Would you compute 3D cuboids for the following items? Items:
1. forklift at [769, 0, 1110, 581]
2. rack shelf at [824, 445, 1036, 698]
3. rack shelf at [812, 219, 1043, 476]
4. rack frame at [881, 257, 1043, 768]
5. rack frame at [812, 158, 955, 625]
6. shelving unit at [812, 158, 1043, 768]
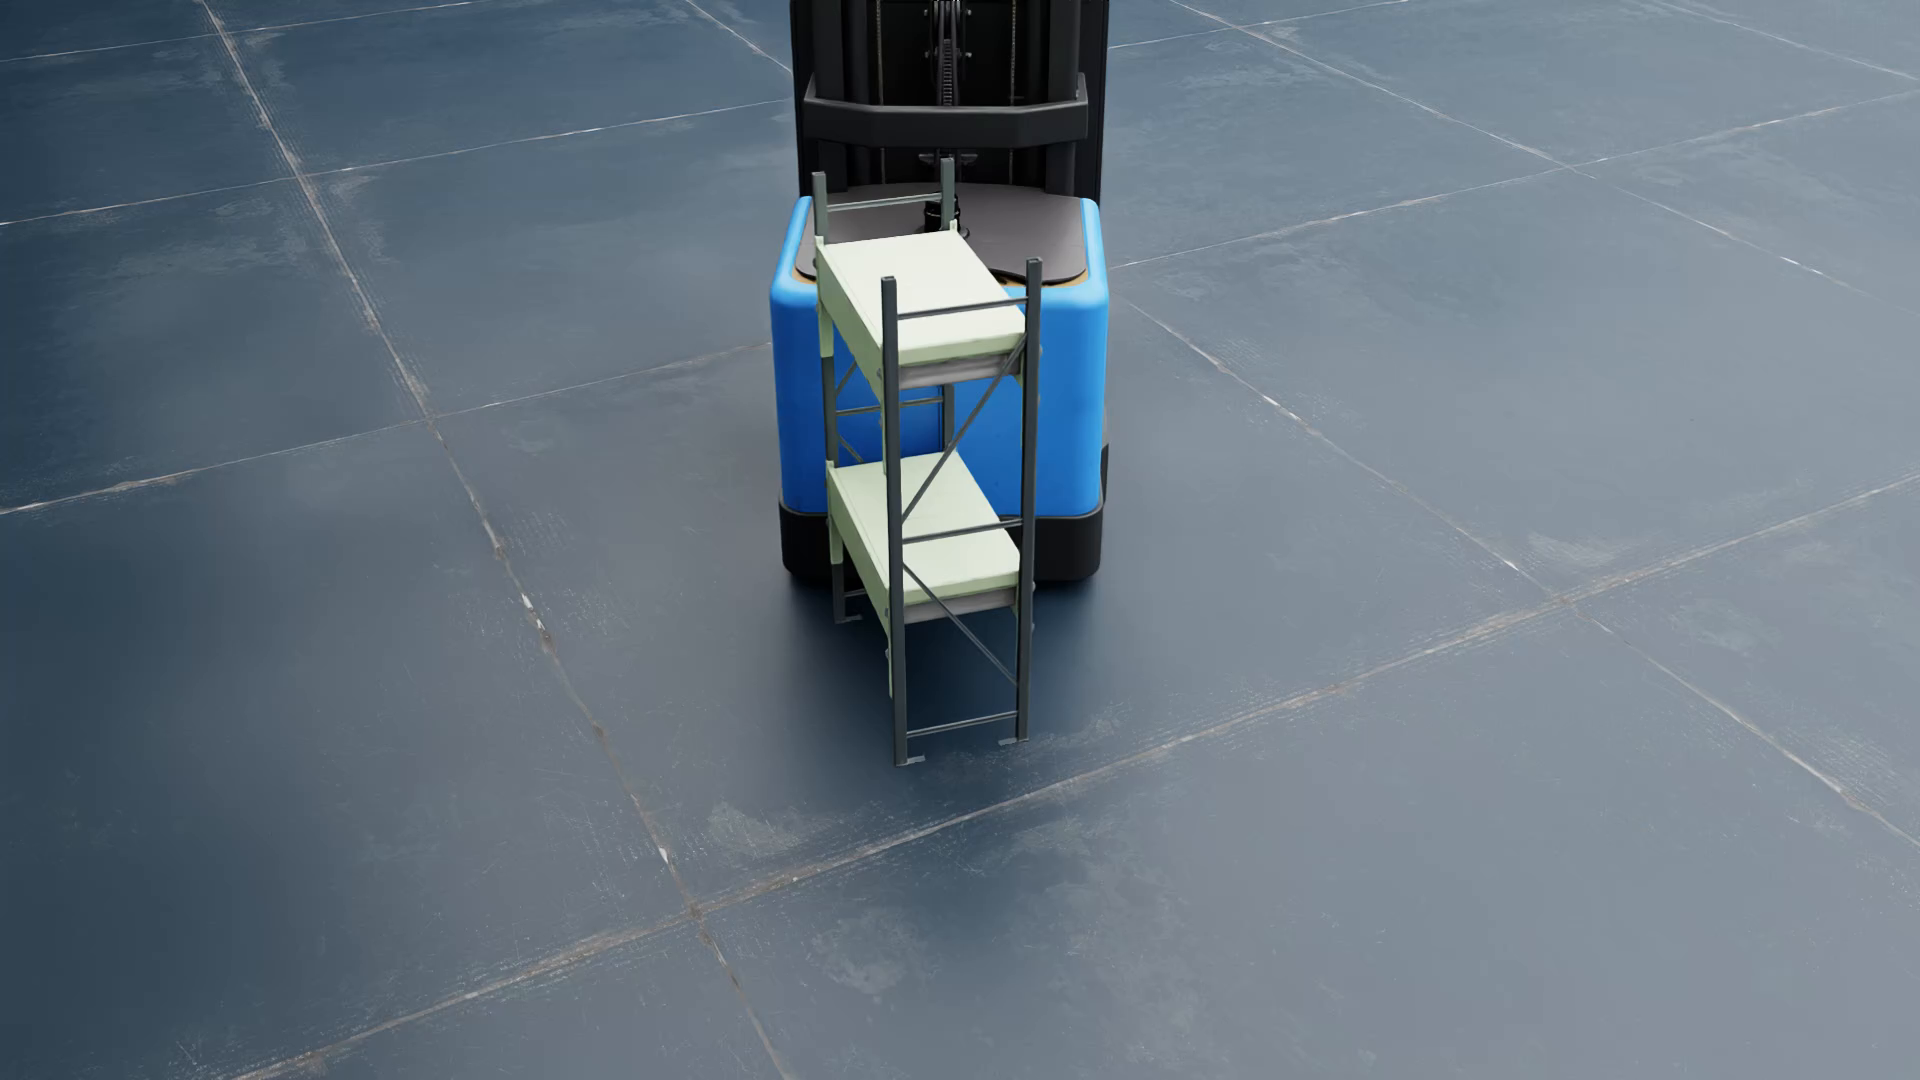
[{"bbox_3d":[-0.030,-1.862,5.940,1.130,2.935,3.031,1,33,1],"label":"forklift"},{"bbox_3d":[-0.102,0.067,4.859,0.431,0.370,0.720,-9,34,-14],"label":"rack shelf"},{"bbox_3d":[-0.102,-0.536,4.473,0.431,0.370,0.720,-9,34,-14],"label":"rack shelf"},{"bbox_3d":[0.006,-0.019,4.389,0.400,1.500,0.023,-9,34,-14],"label":"rack frame"},{"bbox_3d":[-0.210,-0.396,4.978,0.400,1.500,0.023,-9,34,-14],"label":"rack frame"},{"bbox_3d":[-0.102,-0.208,4.684,0.431,1.500,0.755,-9,34,-14],"label":"shelving unit"}]
